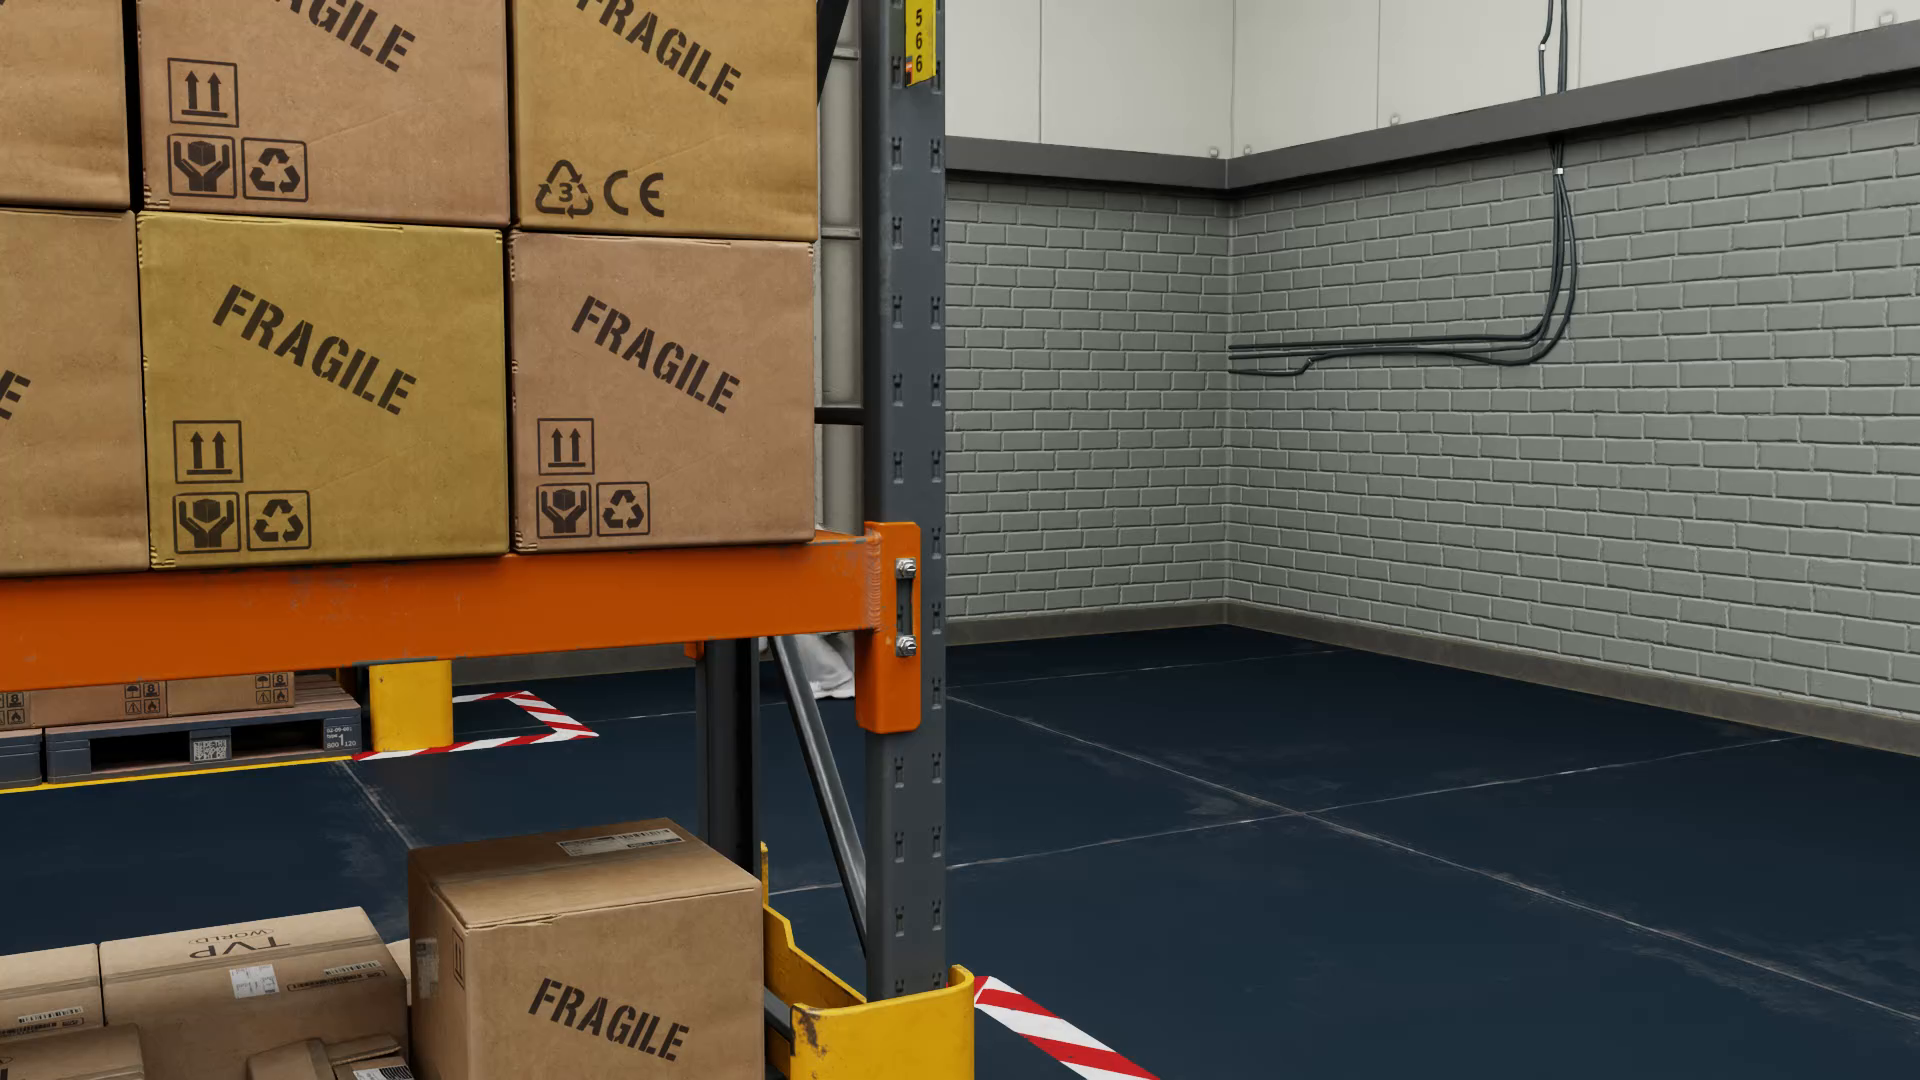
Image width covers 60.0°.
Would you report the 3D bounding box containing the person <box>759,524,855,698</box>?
[{"bbox_3d":[-0.831,0.313,8.639,0.982,0.996,0.573,0,5,3],"label":"person"}]
